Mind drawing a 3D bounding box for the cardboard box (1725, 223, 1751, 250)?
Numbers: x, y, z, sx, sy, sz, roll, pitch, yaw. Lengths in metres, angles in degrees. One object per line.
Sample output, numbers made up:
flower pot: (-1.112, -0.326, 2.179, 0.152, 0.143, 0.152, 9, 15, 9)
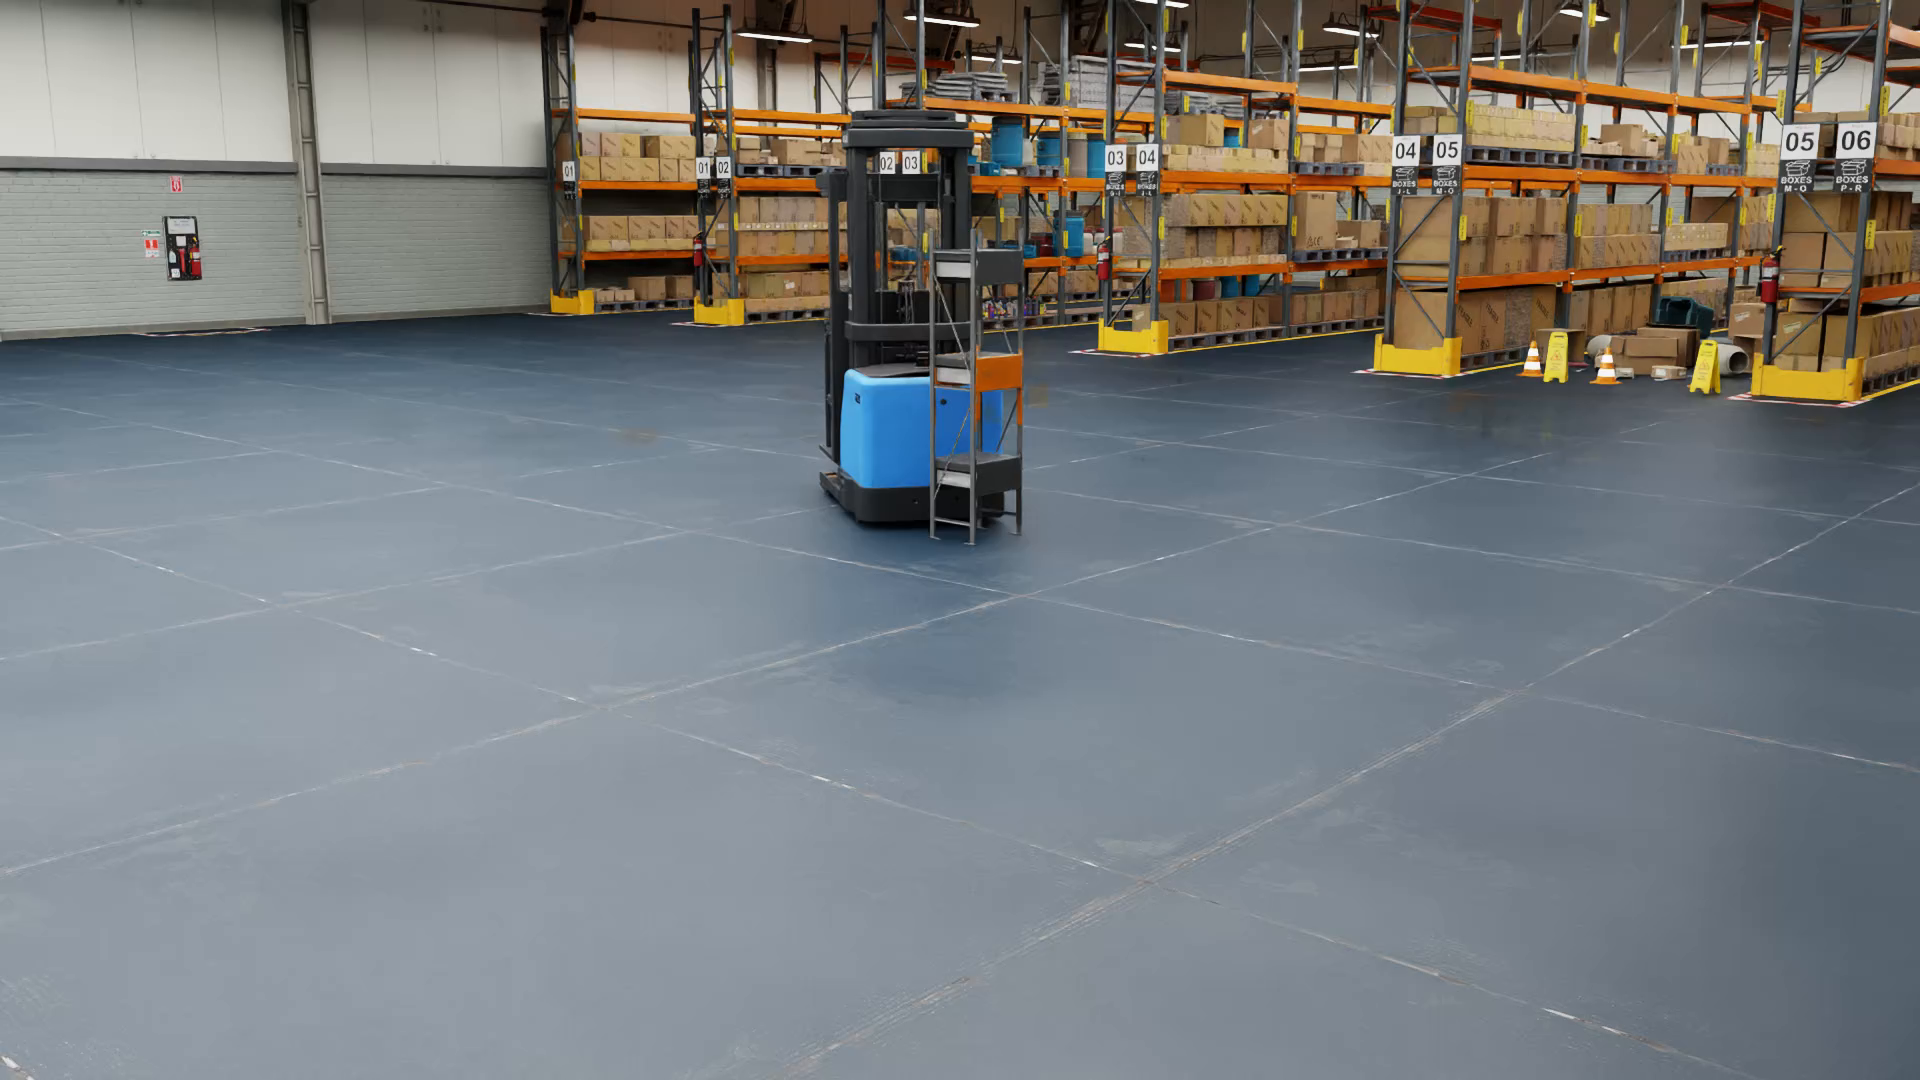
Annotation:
cardboard box: (14.797, -5.814, 31.852, 0.500, 0.500, 0.500, 9, 15, 39)

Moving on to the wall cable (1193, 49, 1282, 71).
wall cable: (8.134, -13.076, 48.946, 3.097, 2.526, 0.112, 10, 15, 40)

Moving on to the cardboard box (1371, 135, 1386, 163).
cardboard box: (7.524, -7.232, 30.777, 0.500, 0.500, 0.500, 10, 15, 40)

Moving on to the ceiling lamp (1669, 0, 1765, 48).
ceiling lamp: (16.939, -12.695, 37.097, 2.000, 3.185, 0.800, 10, 15, 40)

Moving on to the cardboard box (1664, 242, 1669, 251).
cardboard box: (12.088, -5.112, 28.925, 0.380, 0.149, 0.250, 10, 15, 40)

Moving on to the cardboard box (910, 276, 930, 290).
cardboard box: (-0.963, -5.649, 36.561, 0.500, 0.311, 0.500, 9, 14, 38)

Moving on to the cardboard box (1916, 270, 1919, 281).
cardboard box: (12.412, -3.501, 21.927, 0.380, 0.149, 0.250, 10, 15, 41)

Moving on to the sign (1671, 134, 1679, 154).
sign: (12.052, -6.680, 28.025, 0.100, 0.325, 0.005, 10, 15, 40)

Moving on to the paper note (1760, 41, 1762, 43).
paper note: (16.364, -10.178, 33.962, 0.001, 0.032, 0.123, 10, 15, 40)

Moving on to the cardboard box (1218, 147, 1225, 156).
cardboard box: (4.070, -6.302, 27.020, 0.380, 0.149, 0.250, 10, 15, 40)

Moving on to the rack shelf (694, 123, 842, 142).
rack shelf: (-4.501, -9.666, 39.696, 1.077, 0.370, 4.000, 10, 15, 40)

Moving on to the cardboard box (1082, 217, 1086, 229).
cardboard box: (2.703, -7.730, 41.135, 0.700, 0.500, 0.500, 4, 12, 21)

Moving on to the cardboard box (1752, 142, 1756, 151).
cardboard box: (14.860, -7.464, 31.559, 0.380, 0.149, 0.250, 9, 14, 38)

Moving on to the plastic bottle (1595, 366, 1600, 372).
plastic bottle: (8.969, -2.401, 23.284, 0.133, 0.061, 0.283, 4, 12, 21)

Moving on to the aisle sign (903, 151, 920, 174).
aisle sign: (-0.847, -6.336, 28.844, 0.394, 0.787, 0.004, 10, 15, 40)

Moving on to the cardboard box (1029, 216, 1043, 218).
cardboard box: (1.771, -8.815, 47.129, 0.980, 0.700, 0.700, 11, 16, 43)

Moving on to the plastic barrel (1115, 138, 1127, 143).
plastic barrel: (3.124, -7.779, 33.952, 0.600, 0.830, 0.708, 10, 15, 40)

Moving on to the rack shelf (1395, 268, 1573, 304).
rack shelf: (7.680, -3.754, 24.394, 1.077, 0.370, 4.000, 10, 15, 40)

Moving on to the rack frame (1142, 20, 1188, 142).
rack frame: (4.261, -9.228, 34.647, 1.000, 3.000, 0.127, 10, 15, 40)

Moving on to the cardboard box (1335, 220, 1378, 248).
cardboard box: (7.362, -5.721, 31.077, 0.500, 0.500, 0.700, -9, 15, -39)

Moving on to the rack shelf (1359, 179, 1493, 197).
rack shelf: (9.302, -7.059, 33.278, 1.077, 0.370, 4.000, 10, 15, 40)

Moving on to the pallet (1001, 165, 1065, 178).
pallet: (1.218, -6.958, 31.418, 1.213, 0.211, 1.003, 10, 15, 40)

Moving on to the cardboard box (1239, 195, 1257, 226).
cardboard box: (4.591, -5.494, 27.698, 0.500, 0.500, 0.500, 10, 15, 40)

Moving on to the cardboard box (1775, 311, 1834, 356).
cardboard box: (10.478, -2.565, 20.634, 0.500, 0.500, 0.500, 10, 15, 41)

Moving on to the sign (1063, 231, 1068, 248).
sign: (2.027, -5.761, 31.896, 0.100, 0.325, 0.005, 10, 15, 40)

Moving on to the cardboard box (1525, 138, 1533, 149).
cardboard box: (7.993, -5.685, 23.876, 0.380, 0.149, 0.250, 10, 15, 40)

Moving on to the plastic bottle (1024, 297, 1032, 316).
plastic bottle: (1.285, -4.454, 31.702, 0.144, 0.351, 0.185, 9, 14, 38)

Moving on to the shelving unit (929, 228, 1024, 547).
shelving unit: (0.113, -1.048, 11.302, 0.431, 2.100, 0.503, 10, 15, 41)

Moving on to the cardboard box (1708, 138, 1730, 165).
cardboard box: (13.948, -7.263, 31.137, 0.700, 0.500, 0.500, 10, 15, 40)

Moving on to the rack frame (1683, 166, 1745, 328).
rack frame: (14.281, -5.578, 31.689, 1.000, 3.000, 0.127, 10, 15, 40)

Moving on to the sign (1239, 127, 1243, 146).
sign: (4.922, -7.046, 29.055, 0.100, 0.325, 0.005, 10, 15, 40)

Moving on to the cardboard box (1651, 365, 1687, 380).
cardboard box: (9.492, -2.244, 22.272, 0.250, 0.149, 0.380, -4, 12, -18)

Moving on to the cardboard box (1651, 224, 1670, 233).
cardboard box: (12.094, -5.408, 28.886, 0.380, 0.149, 0.250, 10, 15, 40)

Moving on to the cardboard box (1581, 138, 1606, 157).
cardboard box: (10.328, -6.445, 27.269, 0.500, 0.311, 0.500, 9, 15, 39)

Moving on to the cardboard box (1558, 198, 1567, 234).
cardboard box: (8.731, -4.955, 25.426, 0.875, 0.550, 0.550, 10, 15, 40)

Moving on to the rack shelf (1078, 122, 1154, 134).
rack shelf: (4.503, -10.398, 42.346, 1.077, 0.370, 4.000, 10, 15, 40)

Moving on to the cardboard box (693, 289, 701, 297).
cardboard box: (-6.152, -5.723, 38.522, 0.380, 0.166, 0.250, 7, 14, 33)

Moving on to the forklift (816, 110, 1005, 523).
forklift: (-0.509, -1.800, 12.949, 1.130, 2.935, 3.031, -3, 12, -13)

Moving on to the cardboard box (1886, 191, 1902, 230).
cardboard box: (11.978, -4.353, 21.984, 0.700, 0.500, 0.500, 10, 15, 41)

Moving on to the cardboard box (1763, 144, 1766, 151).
cardboard box: (15.344, -7.581, 32.146, 0.380, 0.149, 0.250, 9, 15, 39)

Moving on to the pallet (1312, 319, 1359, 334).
pallet: (6.659, -3.985, 30.832, 1.003, 0.211, 1.213, 10, 15, 40)

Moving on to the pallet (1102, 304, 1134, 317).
pallet: (3.721, -4.810, 34.962, 1.003, 0.211, 1.213, 10, 15, 40)

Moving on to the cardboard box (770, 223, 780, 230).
cardboard box: (-3.811, -6.260, 33.190, 0.380, 0.149, 0.250, 9, 15, 39)

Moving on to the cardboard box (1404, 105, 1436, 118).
cardboard box: (6.327, -5.900, 22.919, 0.380, 0.149, 0.250, 10, 15, 41)

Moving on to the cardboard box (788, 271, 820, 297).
cardboard box: (-3.225, -5.246, 34.059, 0.500, 0.500, 0.500, 10, 15, 40)

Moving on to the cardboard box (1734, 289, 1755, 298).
cardboard box: (15.405, -4.847, 32.713, 0.380, 0.149, 0.250, 10, 15, 42)

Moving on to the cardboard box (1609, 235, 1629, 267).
cardboard box: (10.550, -4.715, 27.112, 0.500, 0.500, 0.500, 10, 15, 41)

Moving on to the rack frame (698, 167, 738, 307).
rack frame: (-4.738, -5.750, 32.550, 1.000, 3.000, 0.127, 10, 15, 40)

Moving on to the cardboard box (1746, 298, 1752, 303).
cardboard box: (15.374, -4.710, 32.790, 0.380, 0.149, 0.250, 11, 16, 43)
